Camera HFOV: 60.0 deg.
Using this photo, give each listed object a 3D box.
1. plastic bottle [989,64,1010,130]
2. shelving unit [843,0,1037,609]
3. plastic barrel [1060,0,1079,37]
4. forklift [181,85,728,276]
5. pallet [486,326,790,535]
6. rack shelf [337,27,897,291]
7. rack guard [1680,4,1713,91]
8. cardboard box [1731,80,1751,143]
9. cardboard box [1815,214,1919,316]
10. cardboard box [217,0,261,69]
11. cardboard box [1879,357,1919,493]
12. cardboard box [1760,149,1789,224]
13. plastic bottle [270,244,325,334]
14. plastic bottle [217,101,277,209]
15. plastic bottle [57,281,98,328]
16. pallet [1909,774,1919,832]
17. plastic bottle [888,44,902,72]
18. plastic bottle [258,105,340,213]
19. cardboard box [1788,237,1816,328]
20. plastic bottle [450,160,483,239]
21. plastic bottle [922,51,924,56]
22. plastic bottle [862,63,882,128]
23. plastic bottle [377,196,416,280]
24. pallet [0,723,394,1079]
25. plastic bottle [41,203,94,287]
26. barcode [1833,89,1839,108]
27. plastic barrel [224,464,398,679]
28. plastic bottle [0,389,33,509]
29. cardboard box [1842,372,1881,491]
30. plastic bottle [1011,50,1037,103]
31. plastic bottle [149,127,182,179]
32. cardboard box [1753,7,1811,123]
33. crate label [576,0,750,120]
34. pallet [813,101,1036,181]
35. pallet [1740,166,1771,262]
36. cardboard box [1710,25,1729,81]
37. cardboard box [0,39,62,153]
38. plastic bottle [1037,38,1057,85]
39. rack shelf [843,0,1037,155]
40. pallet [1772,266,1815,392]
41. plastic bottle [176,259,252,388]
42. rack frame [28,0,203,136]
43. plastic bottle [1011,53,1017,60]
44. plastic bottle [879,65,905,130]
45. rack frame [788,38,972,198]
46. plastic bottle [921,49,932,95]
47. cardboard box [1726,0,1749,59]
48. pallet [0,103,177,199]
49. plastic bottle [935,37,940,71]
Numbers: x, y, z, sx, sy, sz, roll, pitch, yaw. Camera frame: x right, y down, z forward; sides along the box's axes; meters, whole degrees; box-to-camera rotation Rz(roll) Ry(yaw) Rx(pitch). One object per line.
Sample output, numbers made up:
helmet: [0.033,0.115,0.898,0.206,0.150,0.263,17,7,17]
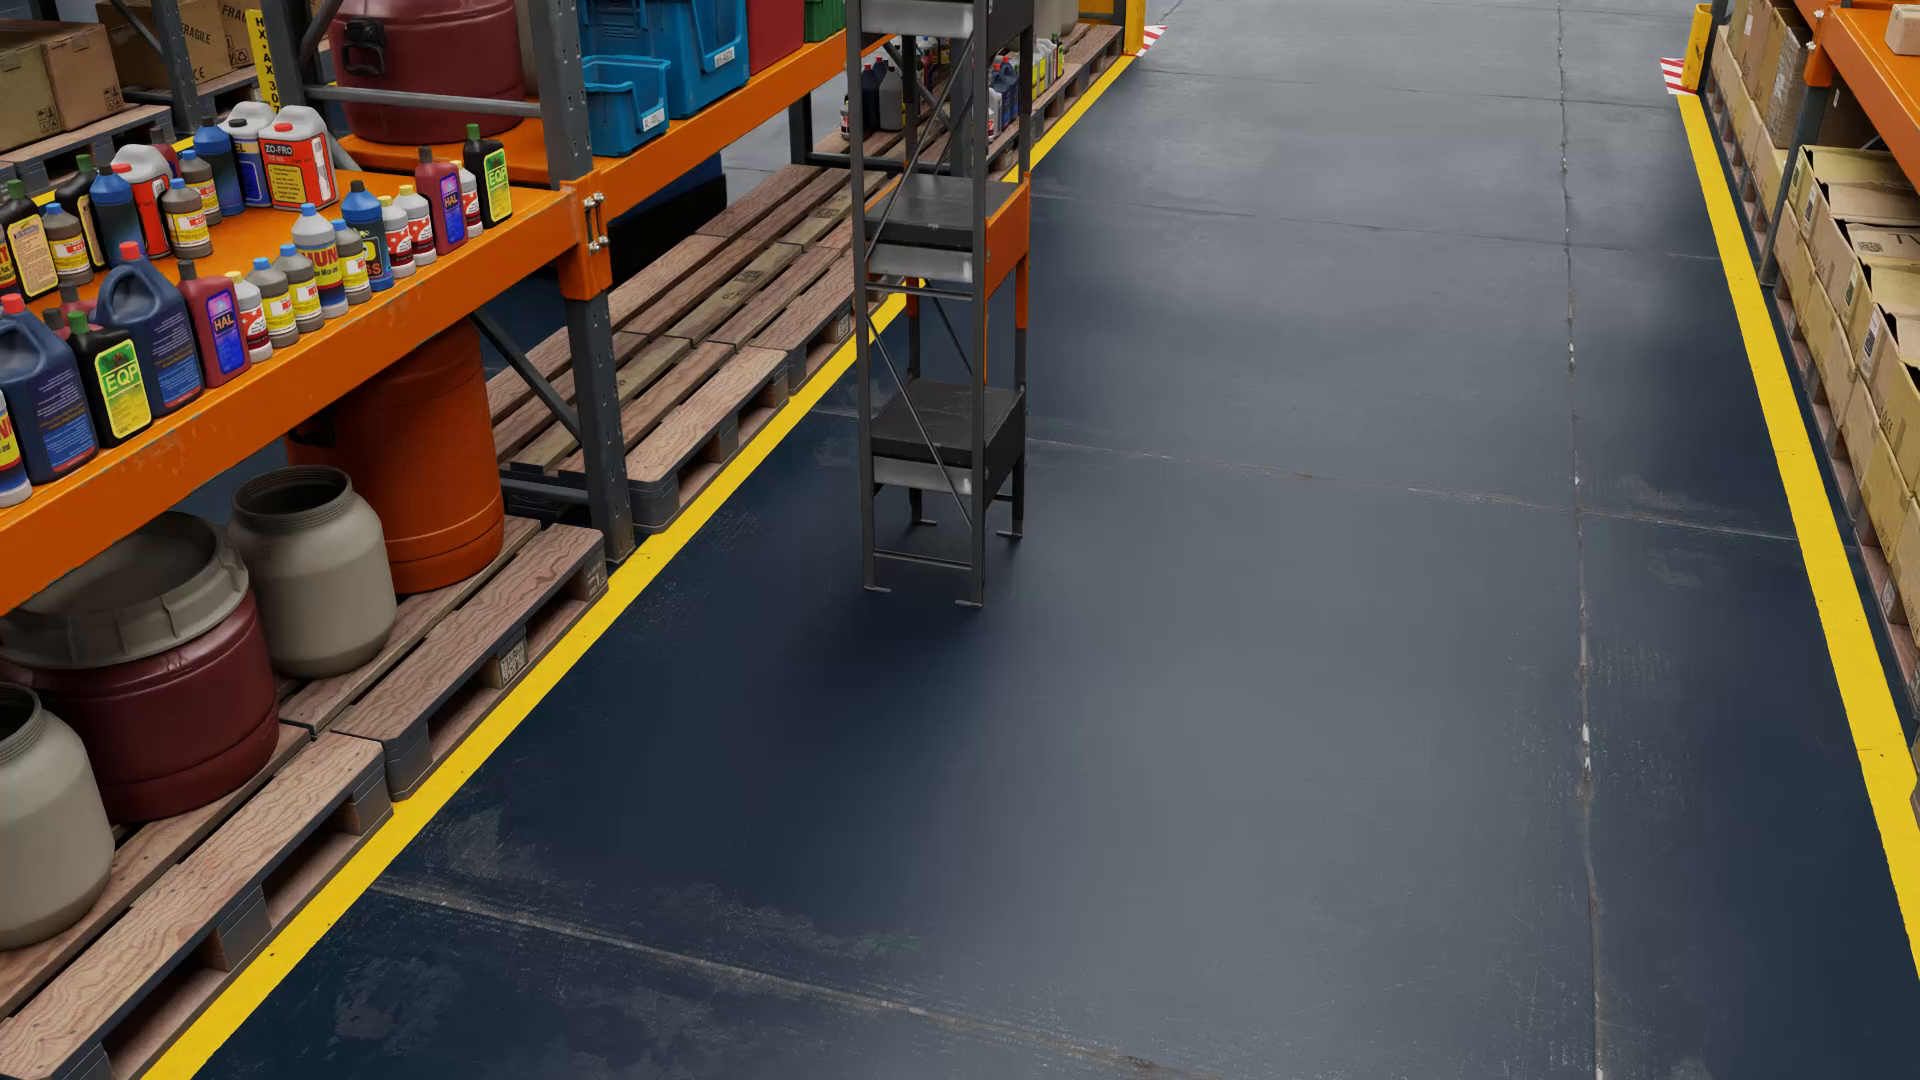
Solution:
plastic bottle: [0.203,-2.530,9.486,0.144,0.351,0.185,9,30,16]
shelving unit: [-0.049,-0.841,5.101,0.431,2.100,0.503,8,30,15]
plastic barrel: [0.623,-3.818,11.656,0.421,0.512,0.421,0,29,0]
forklift: [-2.748,-3.000,8.128,3.031,2.935,1.130,14,32,23]
pallet: [-1.340,-0.457,6.354,1.003,0.211,1.213,8,30,15]
rack shelf: [-1.018,-1.936,6.885,1.077,0.370,4.000,8,30,15]
rack guard: [5.485,-3.249,11.076,1.175,0.500,0.348,8,30,15]
cardboard box: [4.666,-2.398,9.371,0.500,0.250,0.500,8,30,15]
cardboard box: [3.641,-1.069,6.406,0.500,0.311,0.500,8,30,13]
cardboard box: [-4.849,-3.425,10.961,0.500,0.500,0.500,19,34,30]
cardboard box: [3.194,-0.360,5.132,0.500,0.311,0.500,8,30,14]
cardboard box: [4.231,-1.700,8.117,0.500,0.250,0.500,8,30,15]
plastic bottle: [-1.578,-0.601,3.949,0.097,0.201,0.097,0,29,0]
plastic bottle: [-2.041,-1.112,4.791,0.152,0.276,0.135,8,30,15]
plastic bottle: [-1.843,-0.425,3.548,0.061,0.283,0.133,8,30,15]
pallet: [2.874,0.948,3.829,1.003,0.211,1.213,8,30,15]
plastic bottle: [-0.366,-2.794,9.960,0.144,0.351,0.185,8,30,15]
plastic bottle: [-1.895,-1.090,4.752,0.152,0.276,0.135,8,30,15]
cardboard box: [3.797,-1.064,6.973,0.500,0.250,0.500,9,30,16]
plastic bottle: [-1.367,-0.934,4.548,0.097,0.201,0.097,0,29,0]
plastic bottle: [-0.246,-2.958,10.408,0.097,0.201,0.097,0,29,0]
plastic bottle: [-0.517,-2.555,9.530,0.144,0.351,0.185,8,30,14]
plastic bottle: [-1.463,-0.782,4.274,0.097,0.201,0.097,0,29,0]
pallet: [-2.156,0.835,4.032,1.003,0.211,1.213,8,30,15]
plastic bottle: [-2.276,-0.752,4.221,0.097,0.201,0.097,0,29,0]
barcode: [3.830,-1.932,7.268,0.001,0.075,0.075,8,30,15]
plastic barrel: [-1.812,0.088,4.634,0.421,0.512,0.421,0,29,0]
plastic bottle: [-1.850,-0.200,3.156,0.097,0.271,0.097,0,29,0]
cardboard box: [3.349,-0.347,5.685,0.500,0.250,0.500,9,30,16]
plastic bottle: [0.383,-2.816,9.998,0.144,0.351,0.185,8,30,14]
plastic bottle: [-2.181,-0.969,4.526,0.061,0.283,0.133,8,30,15]
cardboard box: [4.532,-2.491,8.768,0.500,0.500,0.500,8,30,15]
crate label: [-1.055,-1.760,5.791,0.502,0.435,0.616,8,30,15]
pallet: [-0.194,-2.268,9.609,1.003,0.211,1.213,8,30,15]
pallet: [4.577,-1.616,8.438,1.003,0.211,1.213,8,30,15]
cardboard box: [5.107,-3.095,10.624,0.500,0.250,0.500,8,30,15]
cardboard box: [-5.524,-2.485,9.251,0.700,0.500,0.500,8,30,15]
plastic bottle: [0.523,-3.012,10.427,0.152,0.276,0.135,9,30,15]
rack shelf: [-0.049,-1.440,4.768,0.431,0.518,0.480,8,30,15]
pallet: [4.124,-0.905,7.159,1.003,0.211,1.213,8,30,15]
plastic bottle: [-1.651,-0.490,3.665,0.061,0.283,0.133,8,30,15]
rack frame: [-5.165,-3.887,9.651,1.000,3.000,0.127,8,30,15]
plastic bottle: [0.358,-2.924,10.346,0.097,0.201,0.097,0,29,0]
plastic bottle: [-0.379,-2.534,9.493,0.144,0.351,0.185,8,30,15]
rack frame: [-0.431,-3.180,8.381,1.000,3.000,0.127,8,30,15]
plastic bottle: [-0.213,-2.825,10.084,0.061,0.283,0.133,8,30,15]
cardboard box: [4.962,-3.190,10.024,0.500,0.500,0.500,8,30,15]
pallet: [-5.393,-2.306,9.678,1.003,0.211,1.213,8,30,15]
plastic bottle: [-0.171,-3.143,10.657,0.061,0.283,0.133,9,30,16]
